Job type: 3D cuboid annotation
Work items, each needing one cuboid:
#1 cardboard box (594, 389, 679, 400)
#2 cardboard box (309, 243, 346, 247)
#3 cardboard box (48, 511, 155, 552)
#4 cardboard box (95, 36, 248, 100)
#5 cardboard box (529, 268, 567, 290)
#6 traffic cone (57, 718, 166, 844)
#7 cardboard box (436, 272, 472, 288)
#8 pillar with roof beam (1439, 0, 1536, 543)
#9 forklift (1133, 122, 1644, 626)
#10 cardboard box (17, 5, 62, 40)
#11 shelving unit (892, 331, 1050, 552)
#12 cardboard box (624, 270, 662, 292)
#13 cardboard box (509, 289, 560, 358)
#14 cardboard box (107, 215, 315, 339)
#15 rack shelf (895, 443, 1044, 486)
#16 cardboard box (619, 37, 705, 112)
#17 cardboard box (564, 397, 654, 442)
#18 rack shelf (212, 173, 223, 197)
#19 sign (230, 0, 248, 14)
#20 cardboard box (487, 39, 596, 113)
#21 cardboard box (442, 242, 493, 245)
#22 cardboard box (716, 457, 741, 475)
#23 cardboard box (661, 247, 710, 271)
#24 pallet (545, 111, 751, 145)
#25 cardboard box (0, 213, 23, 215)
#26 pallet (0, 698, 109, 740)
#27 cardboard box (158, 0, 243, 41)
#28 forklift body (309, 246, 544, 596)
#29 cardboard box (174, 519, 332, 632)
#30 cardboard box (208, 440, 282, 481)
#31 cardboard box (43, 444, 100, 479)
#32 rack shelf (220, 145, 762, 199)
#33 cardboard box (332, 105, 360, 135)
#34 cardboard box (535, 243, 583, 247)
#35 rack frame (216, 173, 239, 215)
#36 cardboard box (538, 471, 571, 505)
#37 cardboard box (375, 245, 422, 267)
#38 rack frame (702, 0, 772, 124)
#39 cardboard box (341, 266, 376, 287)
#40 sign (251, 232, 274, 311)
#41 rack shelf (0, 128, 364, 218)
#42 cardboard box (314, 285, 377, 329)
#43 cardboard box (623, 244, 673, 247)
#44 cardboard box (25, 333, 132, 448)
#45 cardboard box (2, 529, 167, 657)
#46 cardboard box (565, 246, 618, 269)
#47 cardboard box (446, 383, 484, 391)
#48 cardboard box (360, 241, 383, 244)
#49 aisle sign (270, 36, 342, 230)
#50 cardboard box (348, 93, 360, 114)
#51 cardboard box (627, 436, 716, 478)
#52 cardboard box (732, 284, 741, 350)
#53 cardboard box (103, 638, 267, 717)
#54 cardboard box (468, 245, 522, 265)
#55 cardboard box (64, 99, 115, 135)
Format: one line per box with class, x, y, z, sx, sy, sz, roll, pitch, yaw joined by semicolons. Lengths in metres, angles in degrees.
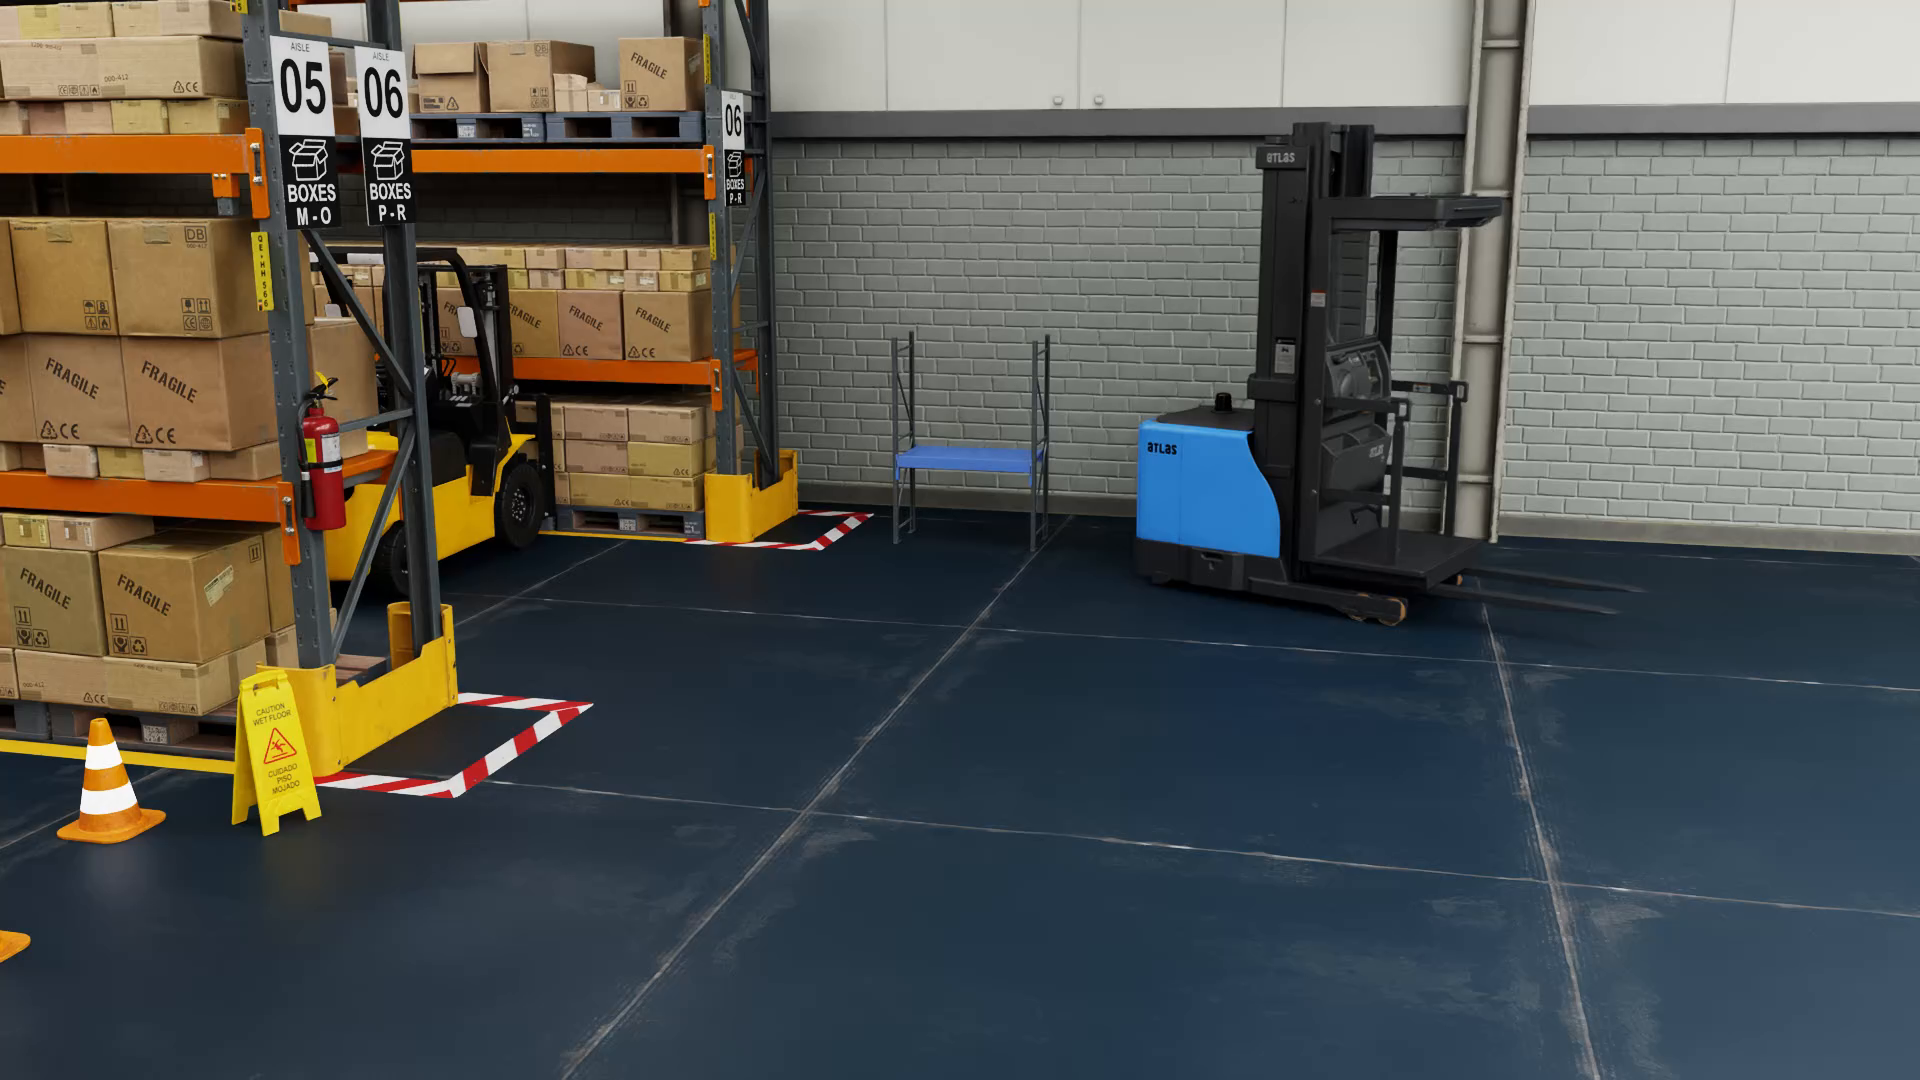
cardboard box;-2.506;-1.012;12.940;0.500;0.250;0.500;3;13;14
cardboard box;-4.964;-2.220;12.898;0.250;0.149;0.380;3;13;14
cardboard box;-3.997;-0.064;7.748;0.250;0.149;0.380;3;13;15
cardboard box;-3.346;-2.033;7.208;0.500;0.250;0.500;3;13;13
cardboard box;-3.003;-1.948;12.362;0.250;0.149;0.380;3;13;12
traffic cone;-3.511;0.960;6.837;0.334;0.463;0.336;3;13;14
cardboard box;-3.739;-1.988;12.540;0.250;0.149;0.380;3;13;12
pillar with roof beam;2.735;-3.509;7.274;0.400;9.000;9.100;3;13;14
forklift;2.636;-1.049;10.193;3.031;2.935;1.130;9;15;34
cardboard box;-3.911;-2.269;7.347;0.250;0.149;0.380;3;13;14
shelving unit;0.083;-0.728;12.051;1.048;1.500;0.538;3;13;14
cardboard box;-2.258;-1.903;12.156;0.250;0.149;0.380;3;13;14
cardboard box;-3.138;-1.646;12.495;0.500;0.500;0.500;3;13;12
cardboard box;-3.333;-1.190;7.446;0.500;0.500;0.700;3;13;12
rack shelf;0.083;-0.552;12.090;1.000;0.185;0.538;3;13;14
cardboard box;-2.087;-3.310;11.871;0.500;0.500;0.500;3;13;15
cardboard box;-2.618;-0.906;12.460;0.500;0.250;0.500;3;13;15
rack shelf;-7.424;-2.996;13.547;4.000;0.370;1.077;3;13;14
sign;-2.937;-2.308;6.743;0.005;0.325;0.100;3;13;14
cardboard box;-3.057;-3.384;12.205;0.500;0.500;0.700;3;13;14
cardboard box;-3.864;-2.263;13.094;0.250;0.149;0.380;3;13;13
cardboard box;-2.029;-0.500;12.943;0.500;0.250;0.500;3;13;14
cardboard box;-1.997;-2.056;12.161;0.250;0.149;0.380;3;13;14
pallet;-2.279;-3.035;12.265;1.213;0.211;1.003;3;13;14
cardboard box;-4.793;-1.278;7.842;0.500;0.500;0.700;3;13;13
pallet;-4.819;0.717;8.515;1.213;0.211;1.003;3;13;14
cardboard box;-3.183;-2.214;7.100;0.250;0.149;0.380;3;13;14
forklift body;-3.877;-0.872;11.197;1.214;2.155;2.313;3;13;14
cardboard box;-3.524;0.143;8.312;0.500;0.500;0.500;3;13;12
cardboard box;-3.199;-0.379;7.597;0.250;0.149;0.380;4;13;15
cardboard box;-3.972;-0.394;7.663;0.250;0.149;0.380;3;13;15
rack shelf;-3.540;-2.788;12.611;4.000;0.370;1.077;3;13;14
cardboard box;-3.029;-1.954;7.772;0.250;0.149;0.380;3;13;14
cardboard box;-3.109;-2.234;12.964;0.250;0.149;0.380;3;13;12
rack frame;-5.482;-1.779;13.326;0.127;3.000;1.000;3;13;14
cardboard box;-3.095;-0.447;12.704;0.500;0.250;0.500;3;13;14
cardboard box;-4.235;-2.162;12.637;0.250;0.149;0.380;3;13;13
rack frame;-1.599;-4.500;11.741;0.127;3.000;1.000;3;13;14
cardboard box;-4.503;-2.023;12.699;0.250;0.149;0.380;3;13;15
sign;-2.937;-1.131;7.004;0.005;0.325;0.100;3;13;14
rack shelf;-4.726;-1.744;7.906;4.000;0.370;1.077;3;13;14
cardboard box;-4.604;-1.726;12.858;0.500;0.500;0.500;3;13;15
cardboard box;-2.379;-2.176;12.700;0.250;0.149;0.380;3;13;15
cardboard box;-3.862;-0.718;7.629;0.500;0.500;0.500;3;13;14
cardboard box;-4.132;0.231;7.915;0.500;0.500;0.500;4;13;16
cardboard box;-2.728;-2.099;12.354;0.250;0.149;0.380;3;13;14
cardboard box;-3.975;-1.093;13.303;0.500;0.250;0.500;3;13;14
cardboard box;-4.606;-2.304;13.277;0.250;0.149;0.380;3;13;13
aisle sign;-2.794;-1.732;7.114;0.004;0.787;0.394;3;13;14
cardboard box;-4.373;-3.247;12.399;0.250;0.149;0.380;3;13;15
cardboard box;-2.146;-0.637;12.406;0.500;0.250;0.500;3;13;13
cardboard box;-2.013;-1.704;12.759;0.500;0.500;0.500;3;13;15
cardboard box;-3.657;0.624;7.877;0.500;0.250;0.500;3;13;13
cardboard box;-3.488;-2.135;12.514;0.250;0.149;0.380;3;13;14
cardboard box;-3.697;-1.856;7.327;0.250;0.149;0.380;3;13;15
